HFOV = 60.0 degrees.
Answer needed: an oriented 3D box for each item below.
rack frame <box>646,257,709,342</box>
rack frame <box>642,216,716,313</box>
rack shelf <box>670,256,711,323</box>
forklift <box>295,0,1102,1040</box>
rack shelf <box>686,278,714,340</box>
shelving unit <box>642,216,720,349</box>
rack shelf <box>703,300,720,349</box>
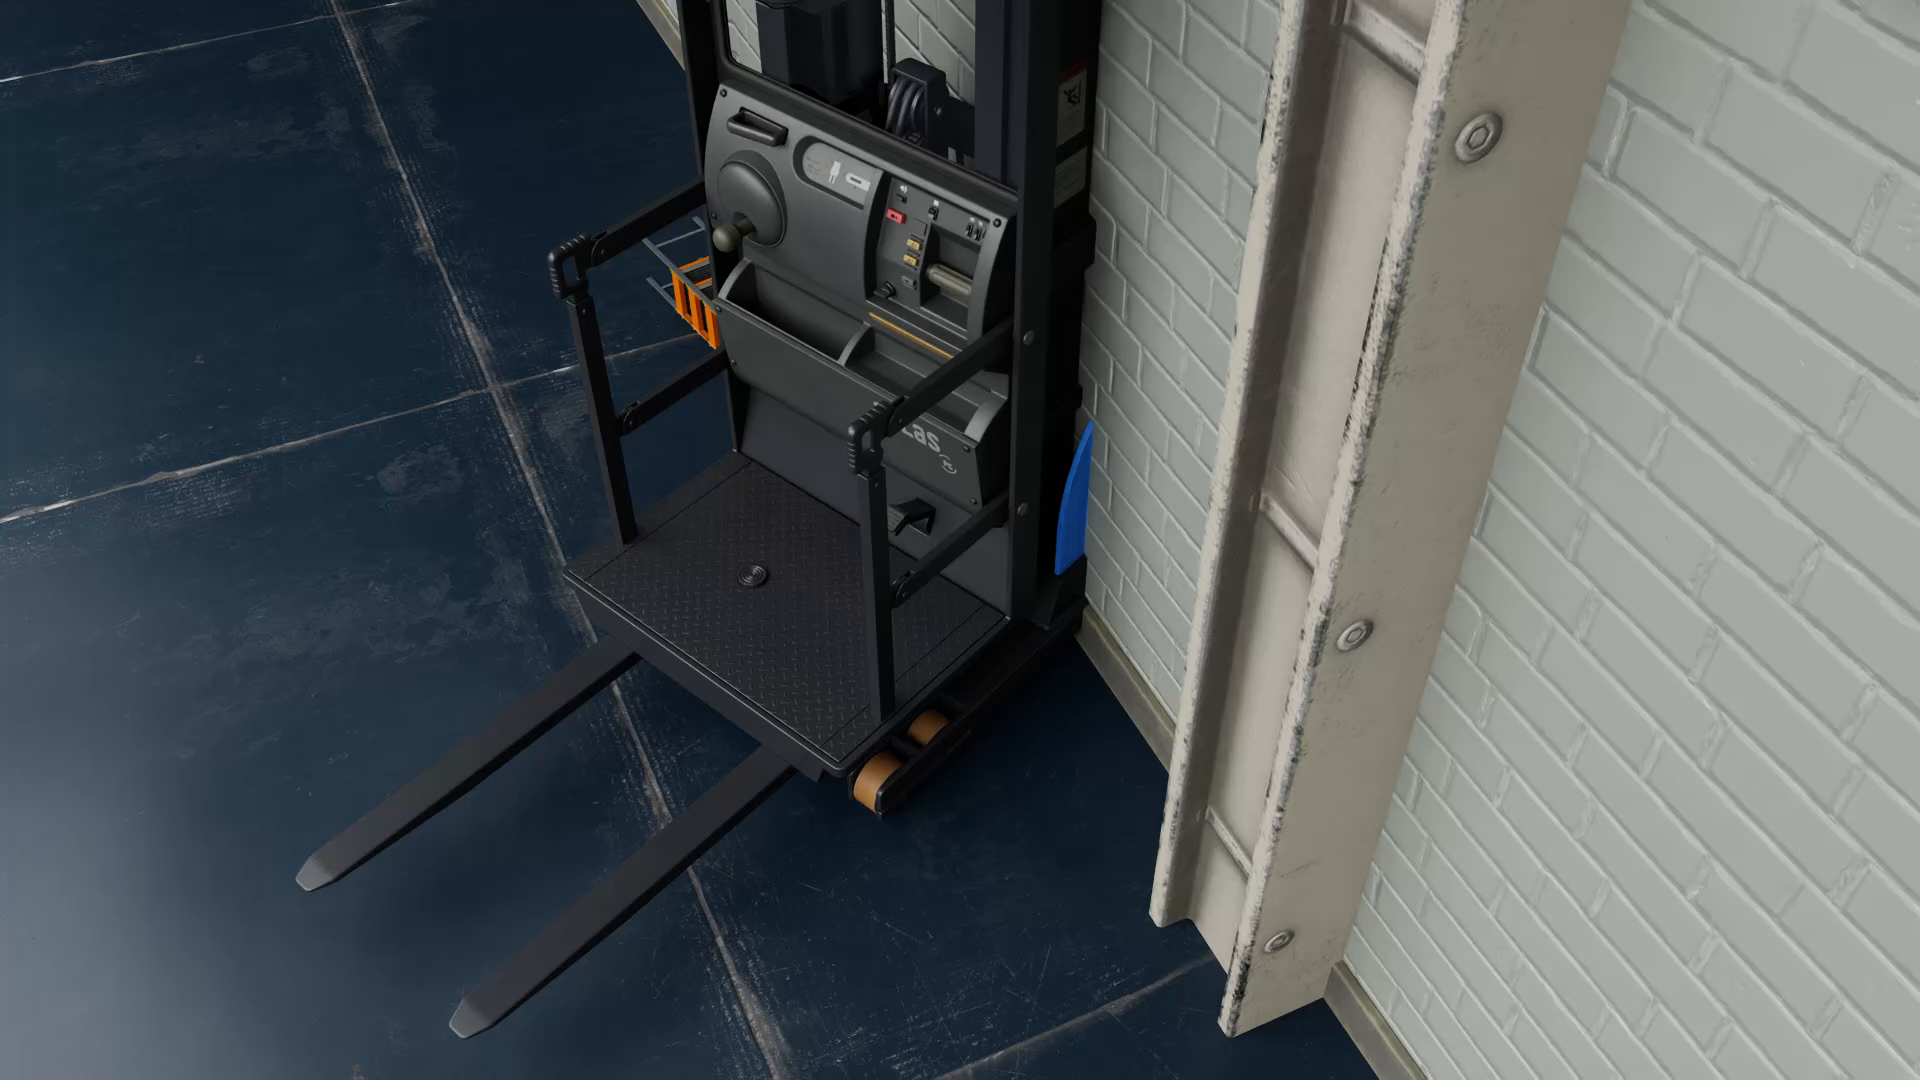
[{"bbox_3d":[-0.729,-0.684,5.936,0.240,0.006,1.200,-27,51,-24],"label":"rack frame"},{"bbox_3d":[-0.729,-0.815,5.807,0.240,0.006,1.200,-27,51,-24],"label":"rack frame"},{"bbox_3d":[-0.913,-0.930,6.054,0.258,0.180,0.103,-27,51,-24],"label":"rack shelf"},{"bbox_3d":[-0.404,-0.710,3.883,1.130,2.935,3.031,31,52,27],"label":"forklift"},{"bbox_3d":[-0.843,-0.861,5.985,0.258,0.180,0.103,-27,51,-24],"label":"rack shelf"},{"bbox_3d":[-0.729,-0.750,5.872,0.258,0.189,1.200,-27,51,-24],"label":"shelving unit"},{"bbox_3d":[-0.773,-0.793,5.915,0.258,0.180,0.103,-27,51,-24],"label":"rack shelf"}]
